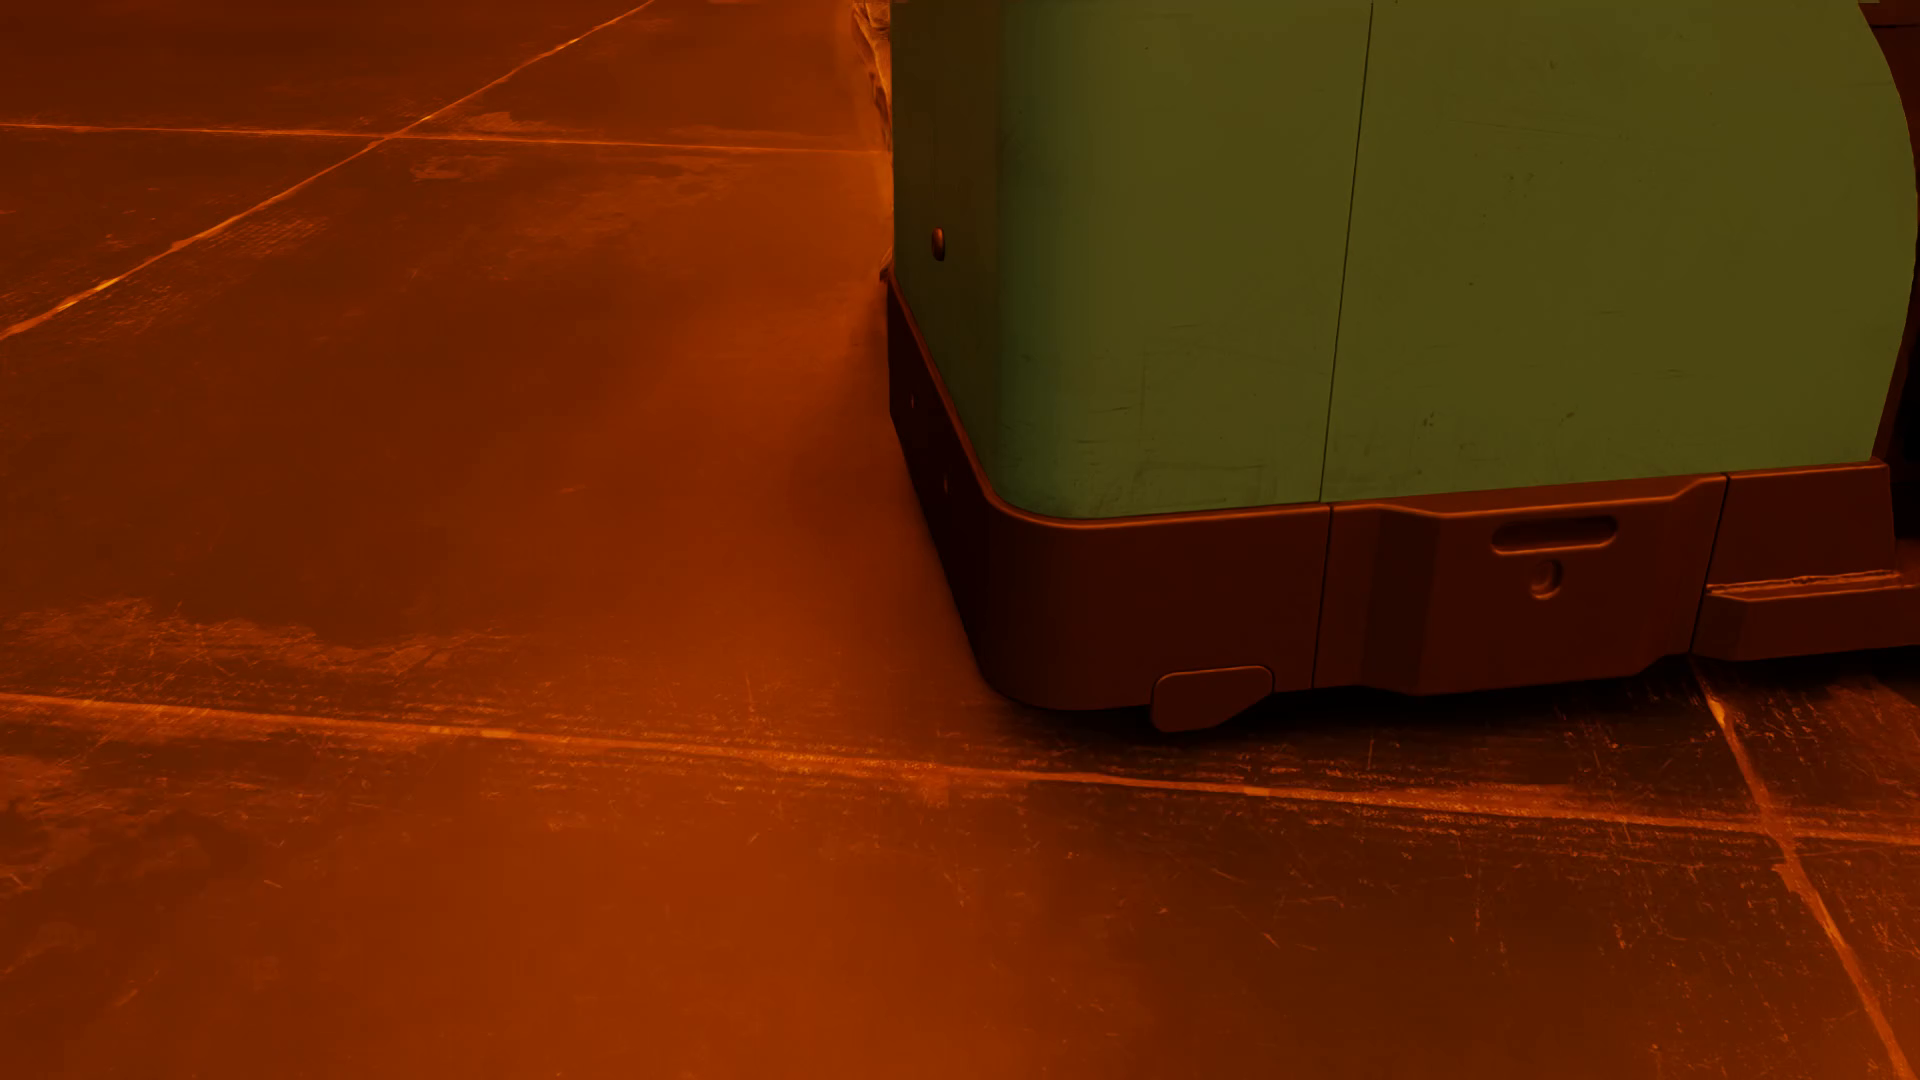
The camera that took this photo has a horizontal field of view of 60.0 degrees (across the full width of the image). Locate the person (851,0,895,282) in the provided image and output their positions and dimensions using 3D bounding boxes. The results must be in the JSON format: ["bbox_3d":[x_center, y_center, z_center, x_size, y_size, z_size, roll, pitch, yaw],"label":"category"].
[{"bbox_3d":[-0.147,-1.194,3.092,1.143,1.656,0.832,-4,27,-9],"label":"person"}]

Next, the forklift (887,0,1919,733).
[{"bbox_3d":[1.449,-1.386,1.995,3.031,2.935,1.130,-4,27,-9],"label":"forklift"}]
